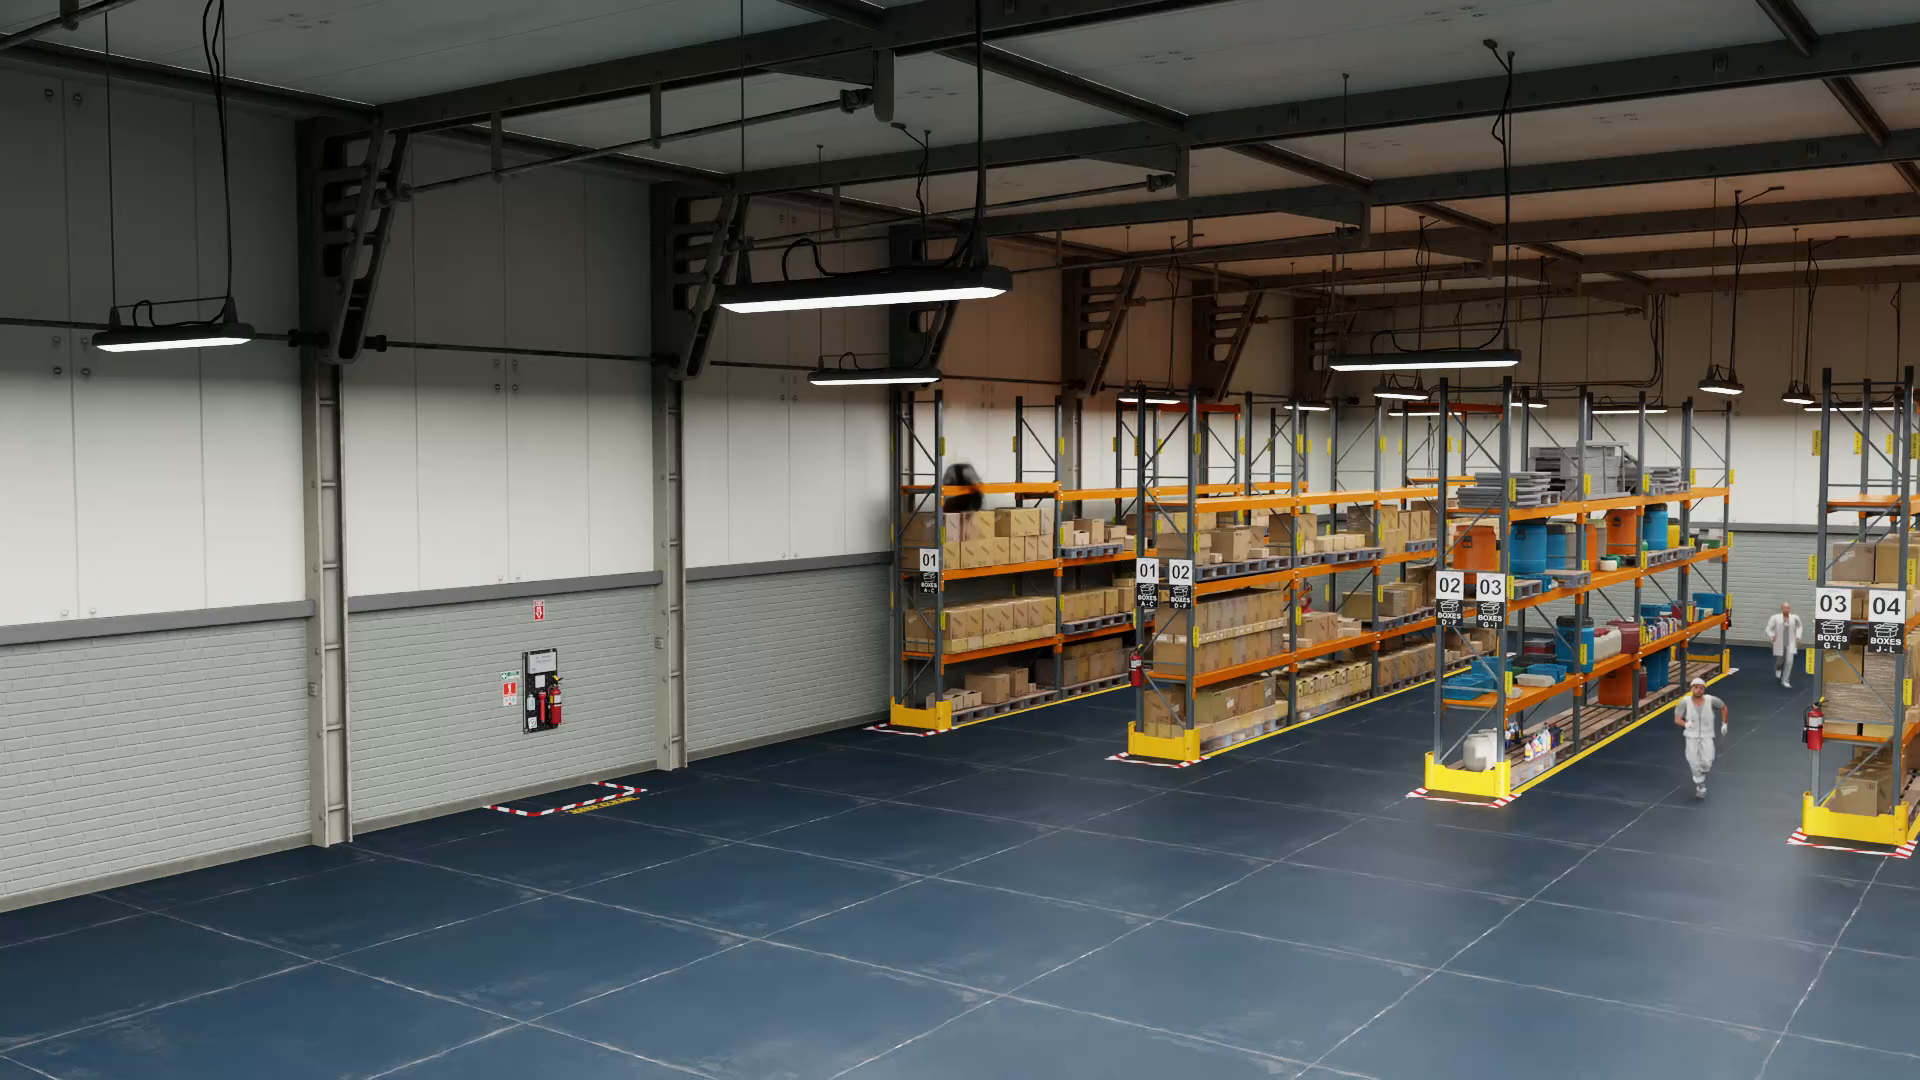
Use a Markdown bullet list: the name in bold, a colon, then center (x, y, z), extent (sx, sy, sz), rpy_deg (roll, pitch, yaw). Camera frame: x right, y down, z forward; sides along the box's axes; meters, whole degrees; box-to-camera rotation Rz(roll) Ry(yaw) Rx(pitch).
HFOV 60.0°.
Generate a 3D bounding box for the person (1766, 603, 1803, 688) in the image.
- **person**: center (17.286, 2.178, 34.870), extent (0.709, 1.748, 0.849), rpy_deg (1, 3, 19)

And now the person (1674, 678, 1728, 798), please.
- **person**: center (10.454, 2.808, 23.462), extent (0.707, 1.728, 0.657), rpy_deg (1, 3, 21)

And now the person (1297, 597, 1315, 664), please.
- **person**: center (7.517, 2.110, 36.455), extent (0.663, 1.730, 0.871), rpy_deg (2, 4, 30)
